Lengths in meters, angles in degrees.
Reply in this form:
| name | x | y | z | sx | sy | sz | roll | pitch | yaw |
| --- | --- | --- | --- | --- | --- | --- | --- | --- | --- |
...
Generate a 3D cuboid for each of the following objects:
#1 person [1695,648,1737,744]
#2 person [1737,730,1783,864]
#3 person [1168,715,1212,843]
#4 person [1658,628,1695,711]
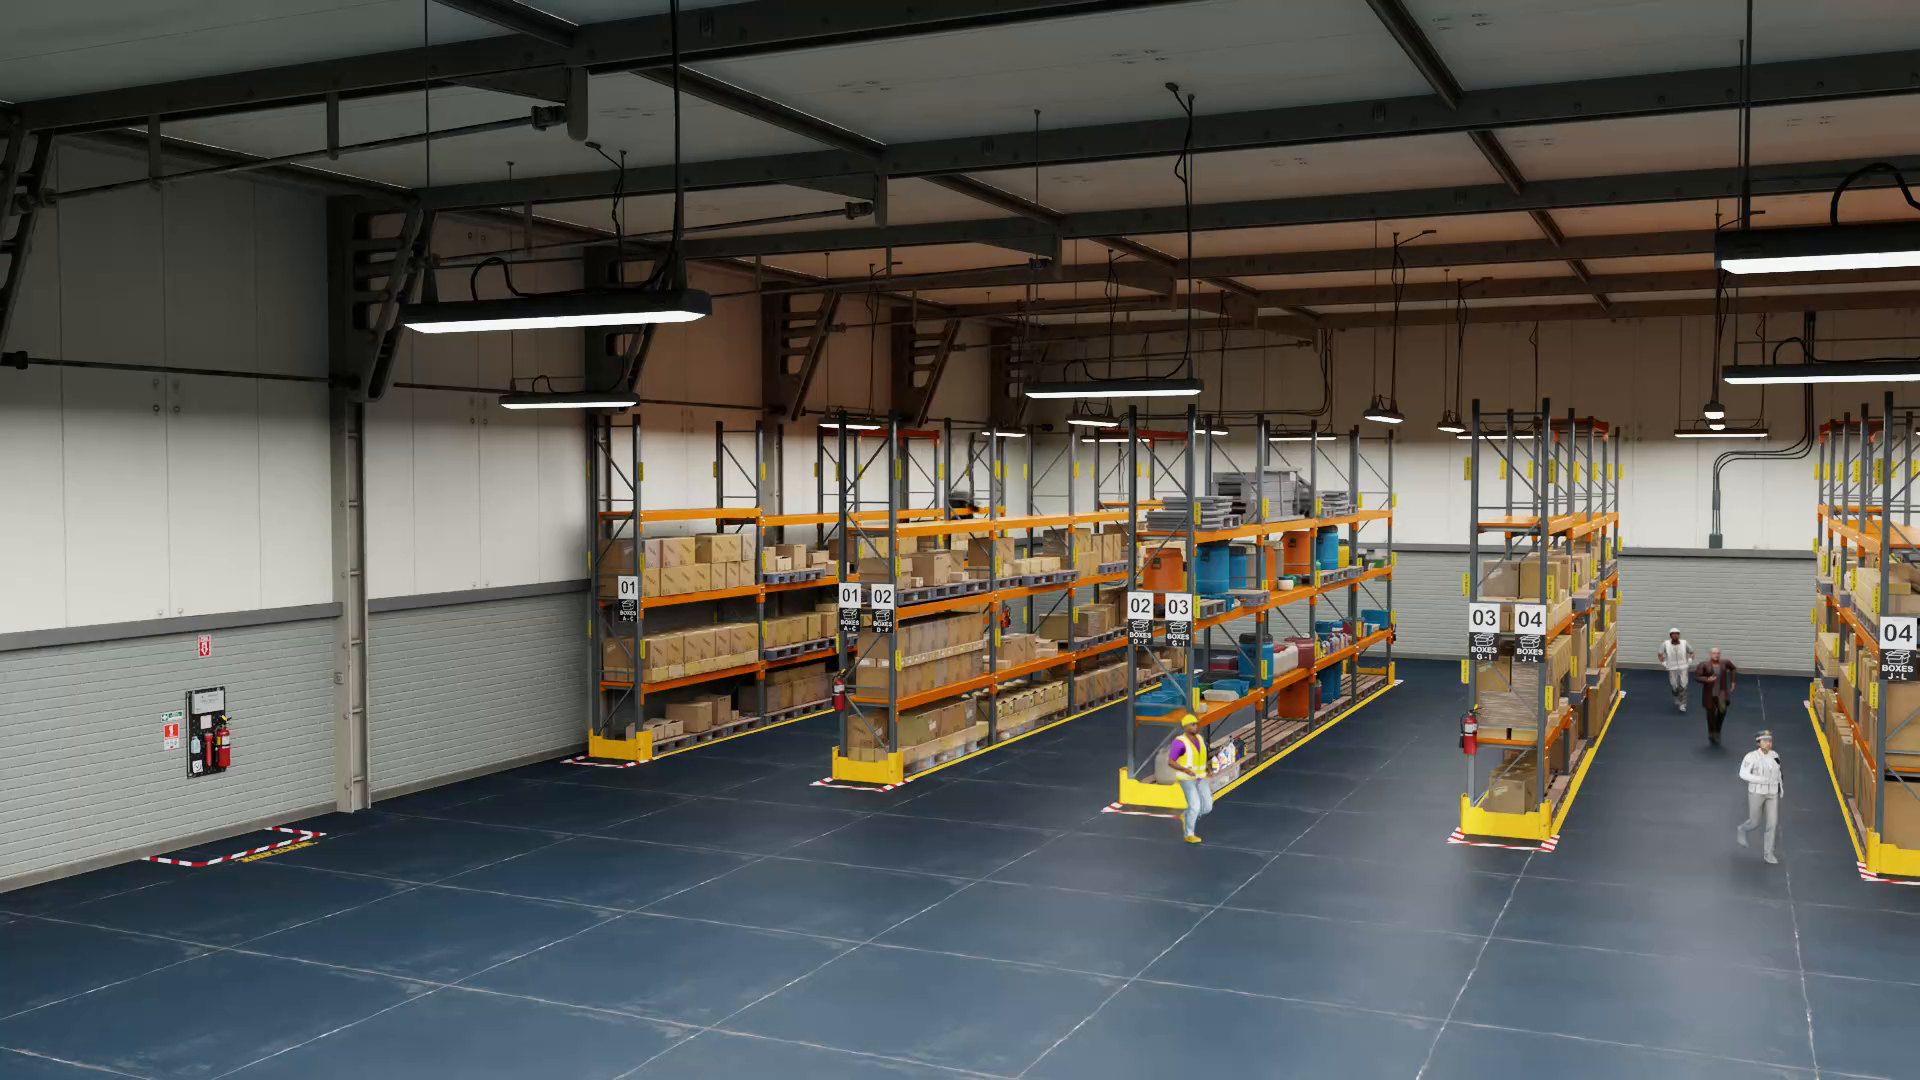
| name | x | y | z | sx | sy | sz | roll | pitch | yaw |
| --- | --- | --- | --- | --- | --- | --- | --- | --- | --- |
| person | 13.924 | 2.856 | 30.623 | 0.753 | 1.767 | 0.882 | 1 | 2 | 16 |
| person | 10.338 | 3.268 | 21.453 | 0.635 | 1.673 | 0.815 | 0 | 2 | -2 |
| person | 3.137 | 3.215 | 22.435 | 0.695 | 1.719 | 0.593 | -2 | 3 | -35 |
| person | 15.072 | 2.710 | 34.985 | 0.717 | 1.728 | 0.649 | 1 | 2 | 17 |
